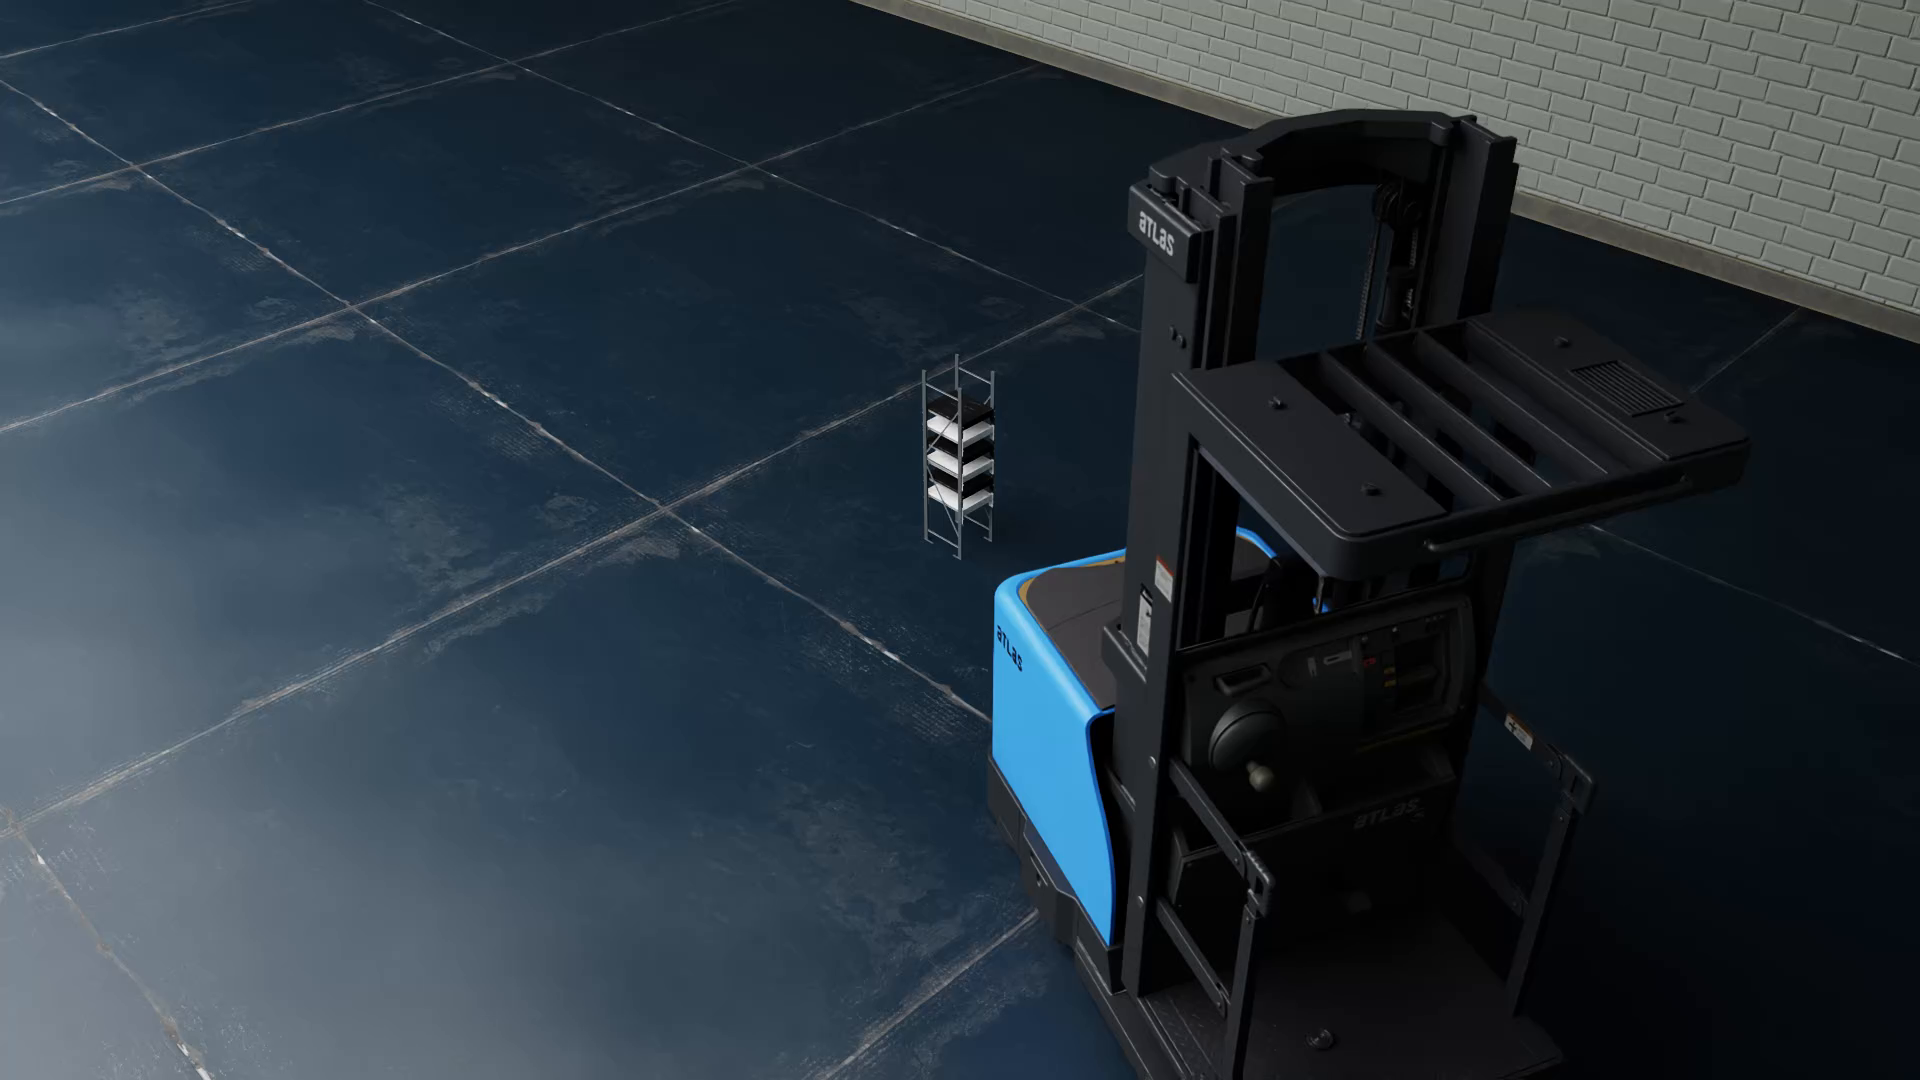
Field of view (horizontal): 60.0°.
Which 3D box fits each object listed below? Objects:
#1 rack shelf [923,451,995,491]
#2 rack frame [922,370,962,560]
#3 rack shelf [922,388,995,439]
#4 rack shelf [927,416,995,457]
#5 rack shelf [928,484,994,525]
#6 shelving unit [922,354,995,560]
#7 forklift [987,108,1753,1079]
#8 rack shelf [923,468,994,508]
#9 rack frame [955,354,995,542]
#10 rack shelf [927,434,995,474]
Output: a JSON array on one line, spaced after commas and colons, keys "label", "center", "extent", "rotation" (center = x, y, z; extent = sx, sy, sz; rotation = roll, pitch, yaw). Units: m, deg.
[{"label": "rack shelf", "center": [-0.006, -0.338, 7.507], "extent": [0.258, 0.077, 0.200], "rotation": [30, 45, 35]}, {"label": "rack frame", "center": [-0.077, -0.325, 7.429], "extent": [0.240, 0.900, 0.006], "rotation": [30, 45, 35]}, {"label": "rack shelf", "center": [-0.006, -0.560, 7.352], "extent": [0.258, 0.077, 0.200], "rotation": [30, 45, 35]}, {"label": "rack shelf", "center": [-0.006, -0.486, 7.404], "extent": [0.258, 0.077, 0.200], "rotation": [30, 45, 35]}, {"label": "rack shelf", "center": [-0.006, -0.191, 7.610], "extent": [0.258, 0.077, 0.200], "rotation": [30, 45, 35]}, {"label": "shelving unit", "center": [-0.006, -0.366, 7.488], "extent": [0.258, 0.900, 0.210], "rotation": [30, 45, 35]}, {"label": "forklift", "center": [1.120, 0.490, 4.485], "extent": [1.130, 2.935, 3.031], "rotation": [-13, 37, -18]}, {"label": "rack shelf", "center": [-0.006, -0.265, 7.558], "extent": [0.258, 0.077, 0.200], "rotation": [30, 45, 35]}, {"label": "rack frame", "center": [0.066, -0.407, 7.547], "extent": [0.240, 0.900, 0.006], "rotation": [30, 45, 35]}, {"label": "rack shelf", "center": [-0.006, -0.412, 7.455], "extent": [0.258, 0.077, 0.200], "rotation": [30, 45, 35]}]
